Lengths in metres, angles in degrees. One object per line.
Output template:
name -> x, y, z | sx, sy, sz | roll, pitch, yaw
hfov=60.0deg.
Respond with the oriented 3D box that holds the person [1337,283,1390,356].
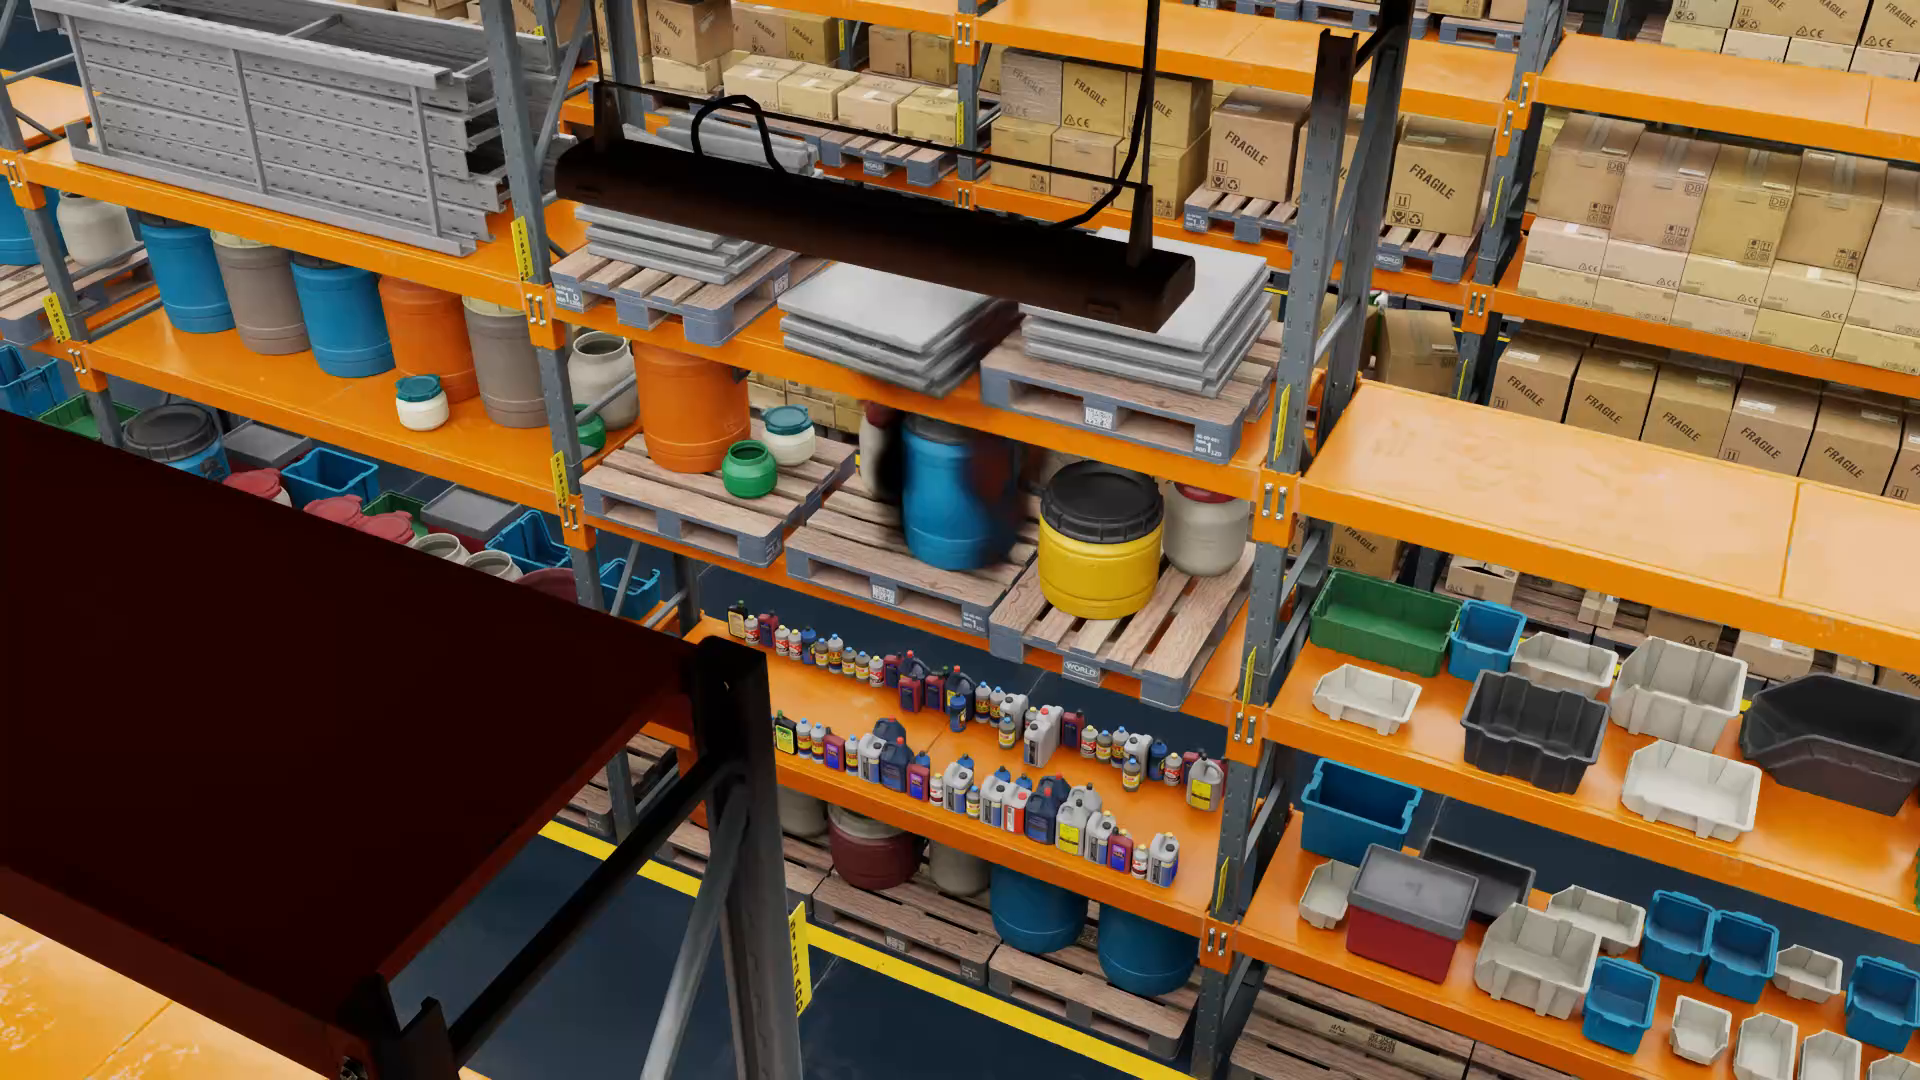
person -> 3.824, -2.343, 15.726 | 0.487, 1.834, 0.615 | -11, 36, -15
